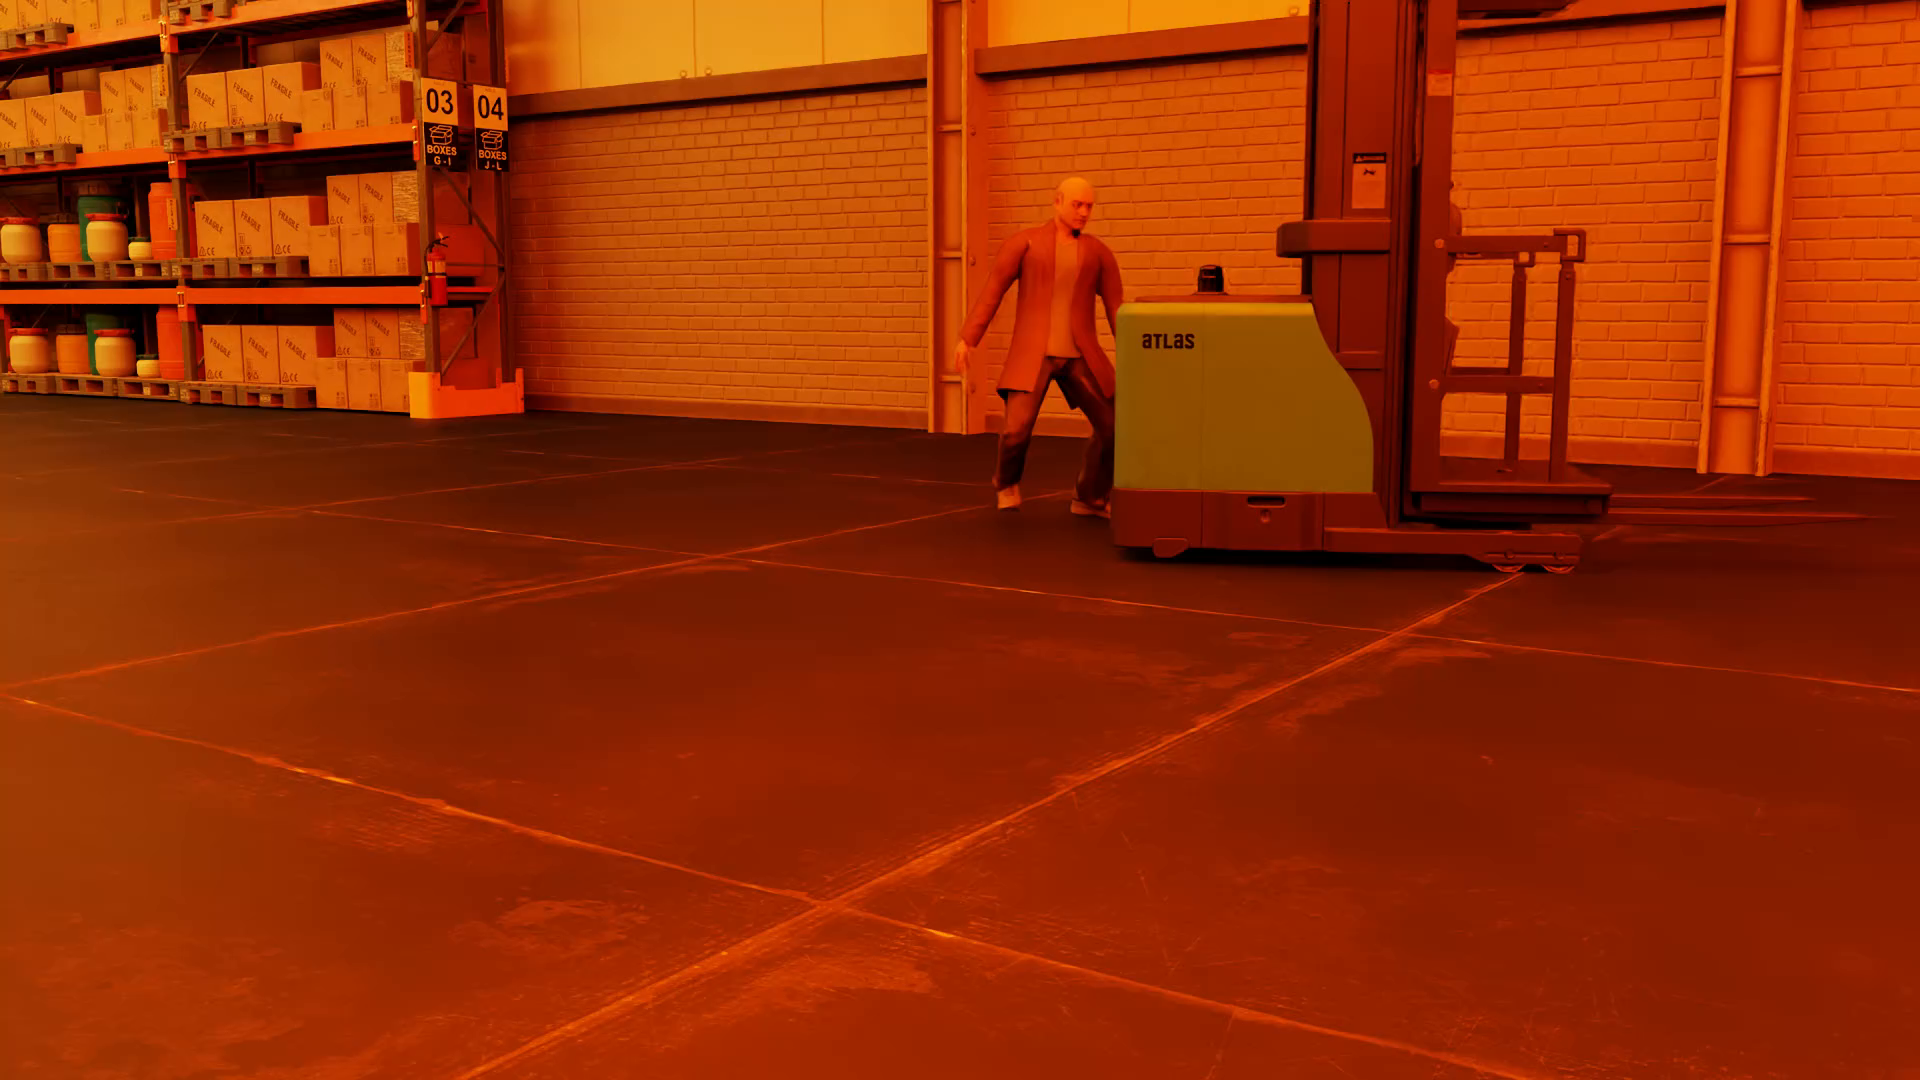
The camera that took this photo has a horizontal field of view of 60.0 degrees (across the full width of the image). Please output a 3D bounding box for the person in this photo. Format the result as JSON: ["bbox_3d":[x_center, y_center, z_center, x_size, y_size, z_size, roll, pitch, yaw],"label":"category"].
[{"bbox_3d":[0.447,-0.927,8.192,0.939,1.687,0.577,-1,8,-7],"label":"person"}]

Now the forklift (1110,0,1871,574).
[{"bbox_3d":[2.191,-1.396,7.009,3.031,2.935,1.130,1,8,8],"label":"forklift"}]
